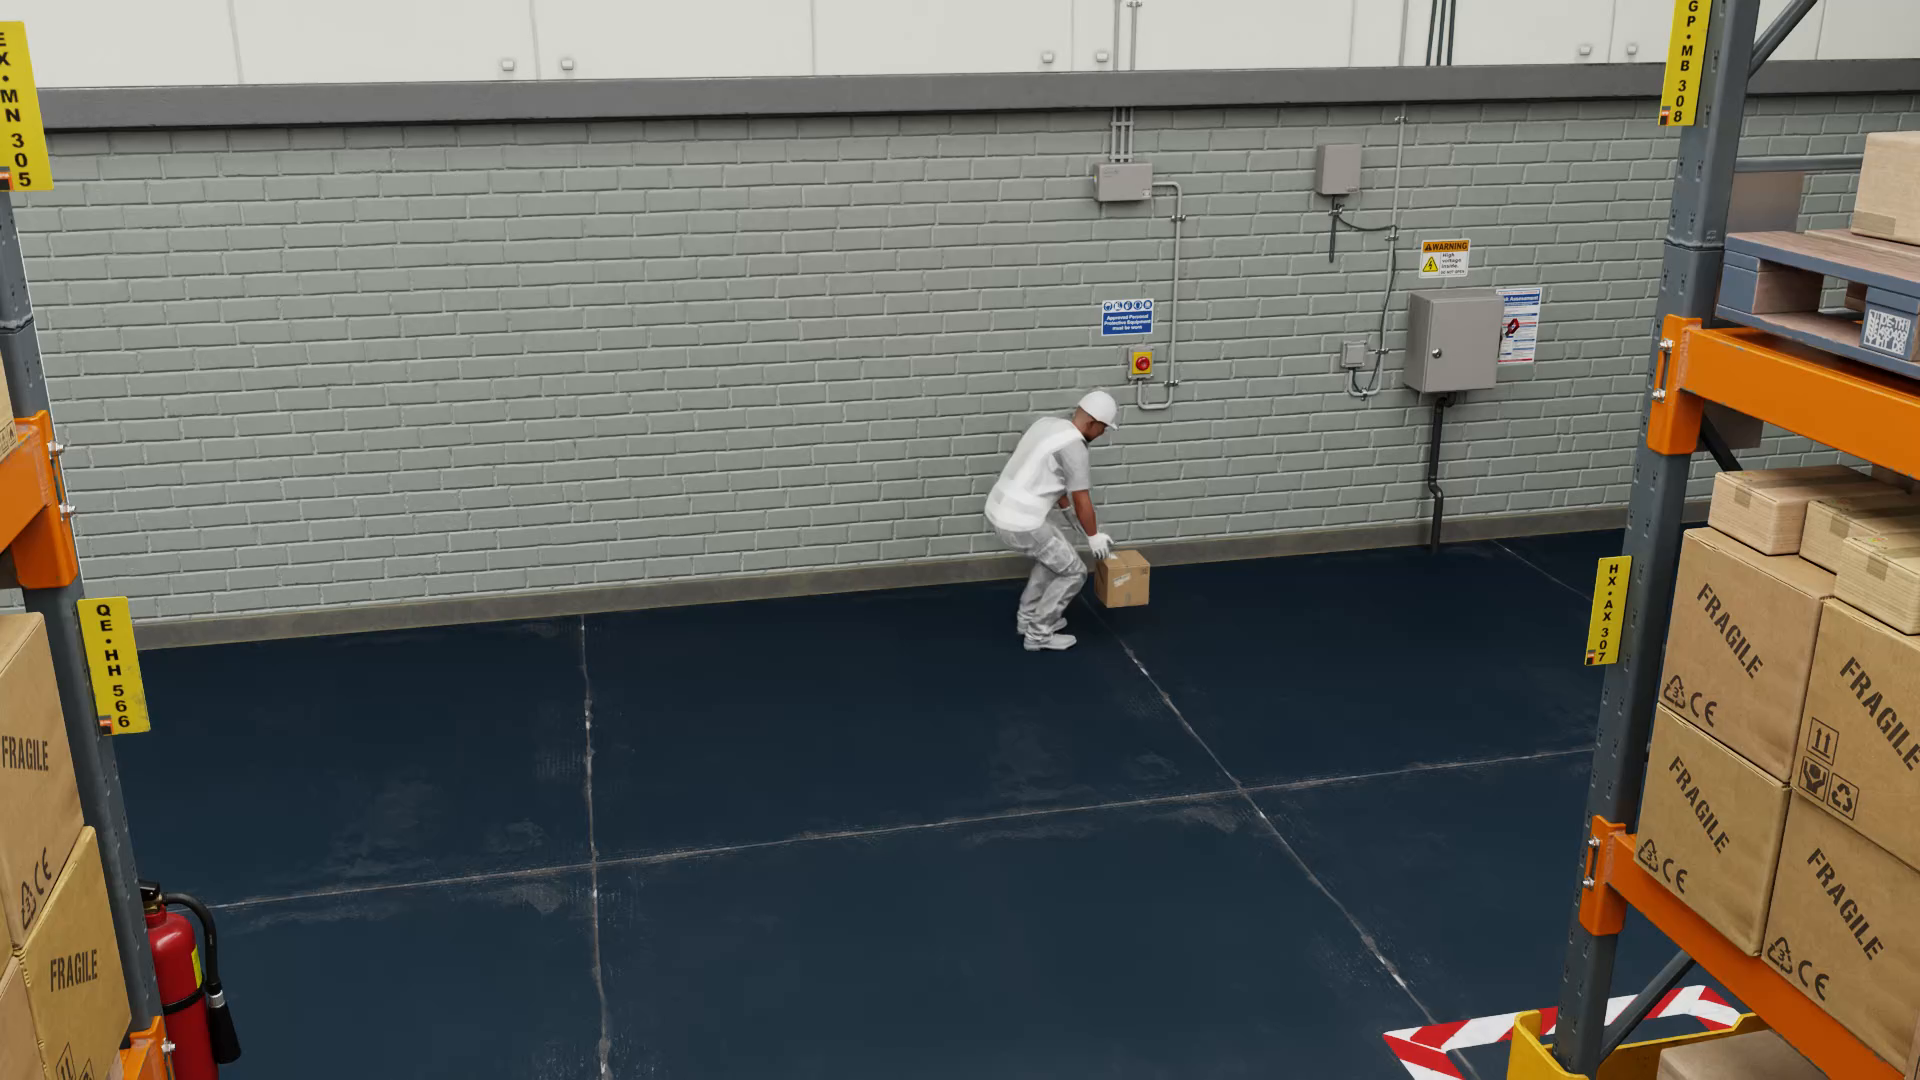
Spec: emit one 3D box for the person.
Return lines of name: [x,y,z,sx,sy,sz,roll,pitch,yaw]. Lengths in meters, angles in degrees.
person: [0.514,-0.127,9.417,0.755,1.441,0.612,-4,20,-12]
